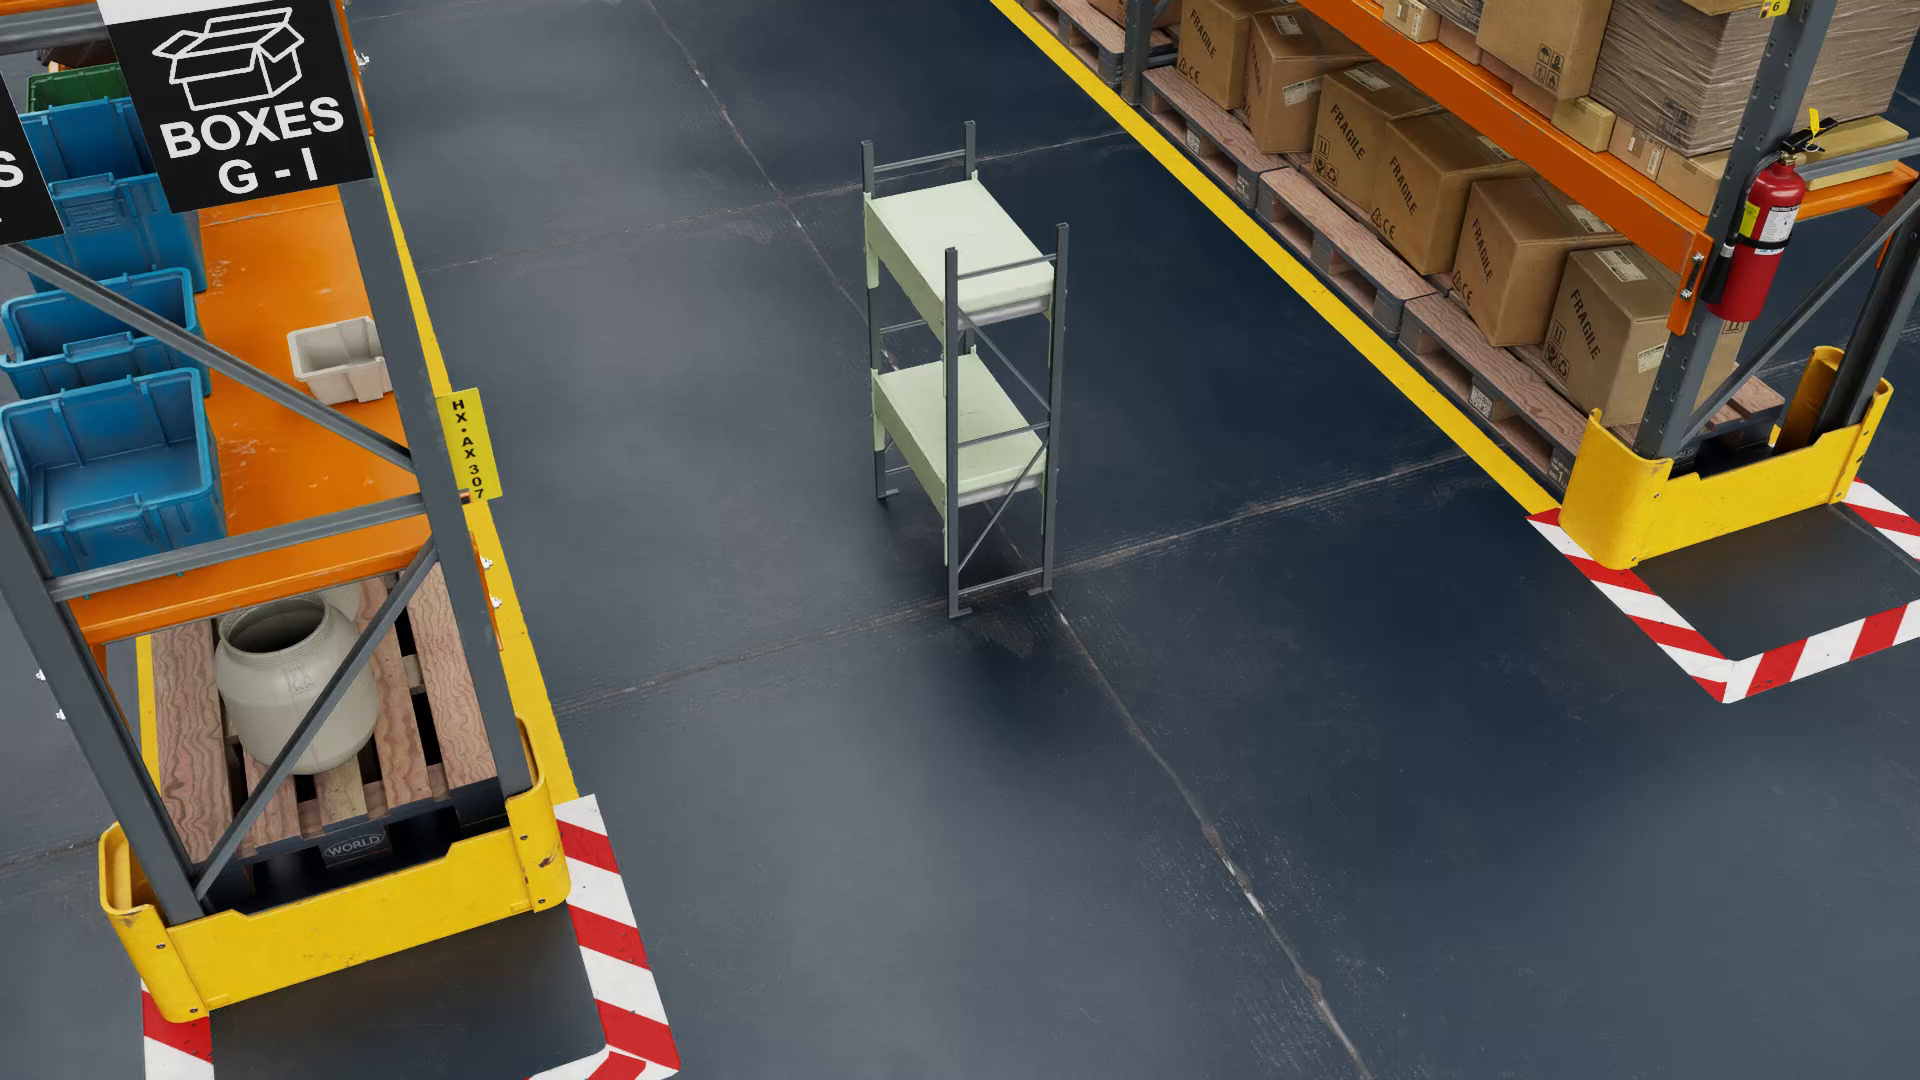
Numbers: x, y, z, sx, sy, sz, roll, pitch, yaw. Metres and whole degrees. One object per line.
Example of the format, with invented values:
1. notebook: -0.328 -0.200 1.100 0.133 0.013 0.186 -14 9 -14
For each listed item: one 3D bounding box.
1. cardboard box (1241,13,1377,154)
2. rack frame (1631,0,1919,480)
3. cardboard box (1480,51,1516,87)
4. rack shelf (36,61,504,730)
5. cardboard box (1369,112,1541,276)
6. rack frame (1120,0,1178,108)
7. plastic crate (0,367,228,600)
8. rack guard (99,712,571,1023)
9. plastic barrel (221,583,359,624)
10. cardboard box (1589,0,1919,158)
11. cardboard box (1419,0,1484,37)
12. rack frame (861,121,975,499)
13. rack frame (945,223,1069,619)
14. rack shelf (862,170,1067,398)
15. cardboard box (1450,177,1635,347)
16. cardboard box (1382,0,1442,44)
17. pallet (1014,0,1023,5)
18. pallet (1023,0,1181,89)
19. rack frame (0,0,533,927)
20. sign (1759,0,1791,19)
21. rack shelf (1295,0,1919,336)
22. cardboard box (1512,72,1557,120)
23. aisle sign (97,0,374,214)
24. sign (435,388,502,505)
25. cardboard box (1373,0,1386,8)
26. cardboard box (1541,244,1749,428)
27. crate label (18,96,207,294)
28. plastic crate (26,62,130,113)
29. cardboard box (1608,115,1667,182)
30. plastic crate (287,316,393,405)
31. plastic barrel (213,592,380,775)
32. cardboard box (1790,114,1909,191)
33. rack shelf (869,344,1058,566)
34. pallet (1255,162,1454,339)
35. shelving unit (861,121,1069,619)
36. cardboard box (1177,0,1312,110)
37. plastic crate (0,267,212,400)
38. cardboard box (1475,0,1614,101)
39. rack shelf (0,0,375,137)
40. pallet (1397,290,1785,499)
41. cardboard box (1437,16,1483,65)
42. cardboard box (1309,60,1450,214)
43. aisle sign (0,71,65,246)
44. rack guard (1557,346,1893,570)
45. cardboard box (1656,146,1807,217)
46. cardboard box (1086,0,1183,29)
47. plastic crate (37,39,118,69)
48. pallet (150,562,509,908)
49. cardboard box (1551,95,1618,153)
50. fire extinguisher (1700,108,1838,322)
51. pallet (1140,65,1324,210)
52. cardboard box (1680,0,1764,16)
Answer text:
1. cardboard box: 1.700 -2.244 8.155 0.500 0.500 0.500 -3 41 -3
2. rack frame: 2.888 -1.217 5.365 1.000 3.000 0.127 -15 43 -17
3. cardboard box: 2.211 -1.846 6.289 0.380 0.149 0.250 -15 43 -17
4. rack shelf: -2.453 -0.914 5.564 1.077 0.370 4.000 -15 43 -17
5. cardboard box: 2.182 -1.543 7.338 0.500 0.500 0.500 -11 42 -13
6. rack frame: 1.357 -3.627 8.167 1.000 3.000 0.127 -15 43 -17
7. plastic crate: -2.156 -0.152 4.241 0.499 0.251 0.616 -15 43 -17
8. rack guard: -1.761 0.932 4.783 1.175 0.500 0.348 -15 43 -17
9. plastic barrel: -2.202 0.123 5.393 0.421 0.512 0.421 0 41 0
10. cardboard box: 2.703 -1.706 5.629 0.875 0.500 0.500 -15 43 -17
11. cardboard box: 2.249 -2.290 6.307 0.875 0.500 0.500 -15 43 -17
12. rack frame: -0.137 -0.785 6.013 0.400 1.500 0.023 -15 43 -17
13. rack frame: 0.143 -0.344 5.500 0.400 1.500 0.023 -15 43 -17
14. rack shelf: 0.003 -0.861 5.502 0.431 0.370 0.720 -15 43 -17
15. cardboard box: 2.404 -1.161 6.894 0.500 0.500 0.500 -5 41 -6
16. cardboard box: 1.917 -2.120 6.607 0.380 0.149 0.250 -15 43 -17
17. pallet: 0.587 -3.774 10.477 1.003 0.211 1.213 -15 43 -17
18. pallet: 1.058 -3.038 9.621 1.003 0.211 1.213 -15 43 -17
19. rack frame: -1.688 0.018 3.928 1.000 3.000 0.127 -15 43 -17
20. sign: 2.367 -1.650 4.738 0.100 0.325 0.005 -15 43 -17
21. rack shelf: 2.123 -2.150 7.001 1.077 0.370 4.000 -15 43 -17
22. cardboard box: 2.268 -1.685 6.102 0.380 0.149 0.250 -15 43 -17
23. aisle sign: -1.390 -0.997 3.115 0.394 0.787 0.004 -15 43 -17
24. sign: -1.178 -0.221 3.995 0.100 0.325 0.005 -15 43 -17
25. cardboard box: 1.886 -2.288 6.802 0.380 0.149 0.250 -15 43 -17
26. cardboard box: 2.664 -0.809 6.486 0.500 0.500 0.500 -8 41 -9
27. crate label: -2.642 -1.037 5.128 0.502 0.435 0.616 -15 43 -17
28. plastic crate: -2.960 -1.423 5.767 0.450 0.188 0.662 -15 43 -17
29. cardboard box: 2.493 -1.393 5.762 0.380 0.149 0.250 -15 43 -17
30. plastic crate: -1.733 -0.501 4.735 0.298 0.136 0.250 -15 43 -17
31. plastic barrel: -2.011 0.425 5.041 0.421 0.512 0.421 0 41 0
32. cardboard box: 2.999 -1.353 5.716 0.380 0.149 0.250 -15 43 -17
33. rack shelf: 0.003 -0.317 5.969 0.431 0.370 0.720 -15 43 -17
34. pallet: 2.118 -1.438 7.760 1.003 0.211 1.213 -15 43 -17
35. shelving unit: 0.003 -0.565 5.756 0.431 1.500 0.755 -15 43 -17
36. cardboard box: 1.473 -2.588 8.554 0.500 0.500 0.500 -16 43 -18
37. plastic crate: -2.399 -0.545 4.697 0.499 0.251 0.408 -15 43 -17
38. cardboard box: 2.401 -1.978 5.944 0.875 0.500 0.500 -15 43 -17
39. rack shelf: -2.453 -2.051 4.586 1.077 0.370 4.000 -15 43 -17
40. pallet: 2.581 -0.704 6.907 1.003 0.211 1.213 -15 43 -17
41. cardboard box: 2.095 -1.991 6.458 0.380 0.149 0.250 -15 43 -17
42. cardboard box: 2.010 -1.890 7.742 0.500 0.500 0.500 -19 44 -21
43. aisle sign: -1.935 -0.850 2.944 0.394 0.787 0.004 -15 43 -17
44. rack guard: 2.859 -0.315 6.233 1.175 0.500 0.348 -15 43 -17
45. cardboard box: 2.588 -1.242 5.587 0.380 0.149 0.250 -15 43 -17
46. cardboard box: 1.142 -3.221 9.275 0.700 0.500 0.500 -18 44 -20
47. plastic crate: -3.136 -2.021 6.347 0.767 0.338 0.504 -15 43 -17
48. pallet: -2.067 0.551 5.448 1.003 0.211 1.213 -15 43 -17
49. cardboard box: 2.350 -1.531 5.922 0.380 0.149 0.250 -15 43 -17
50. fire extinguisher: 2.506 -1.004 5.177 0.296 0.674 0.183 -15 43 -17
51. pallet: 1.647 -2.174 8.616 1.003 0.211 1.213 -15 43 -17
52. cardboard box: 2.449 -2.017 5.223 0.500 0.500 0.500 -15 43 -17
